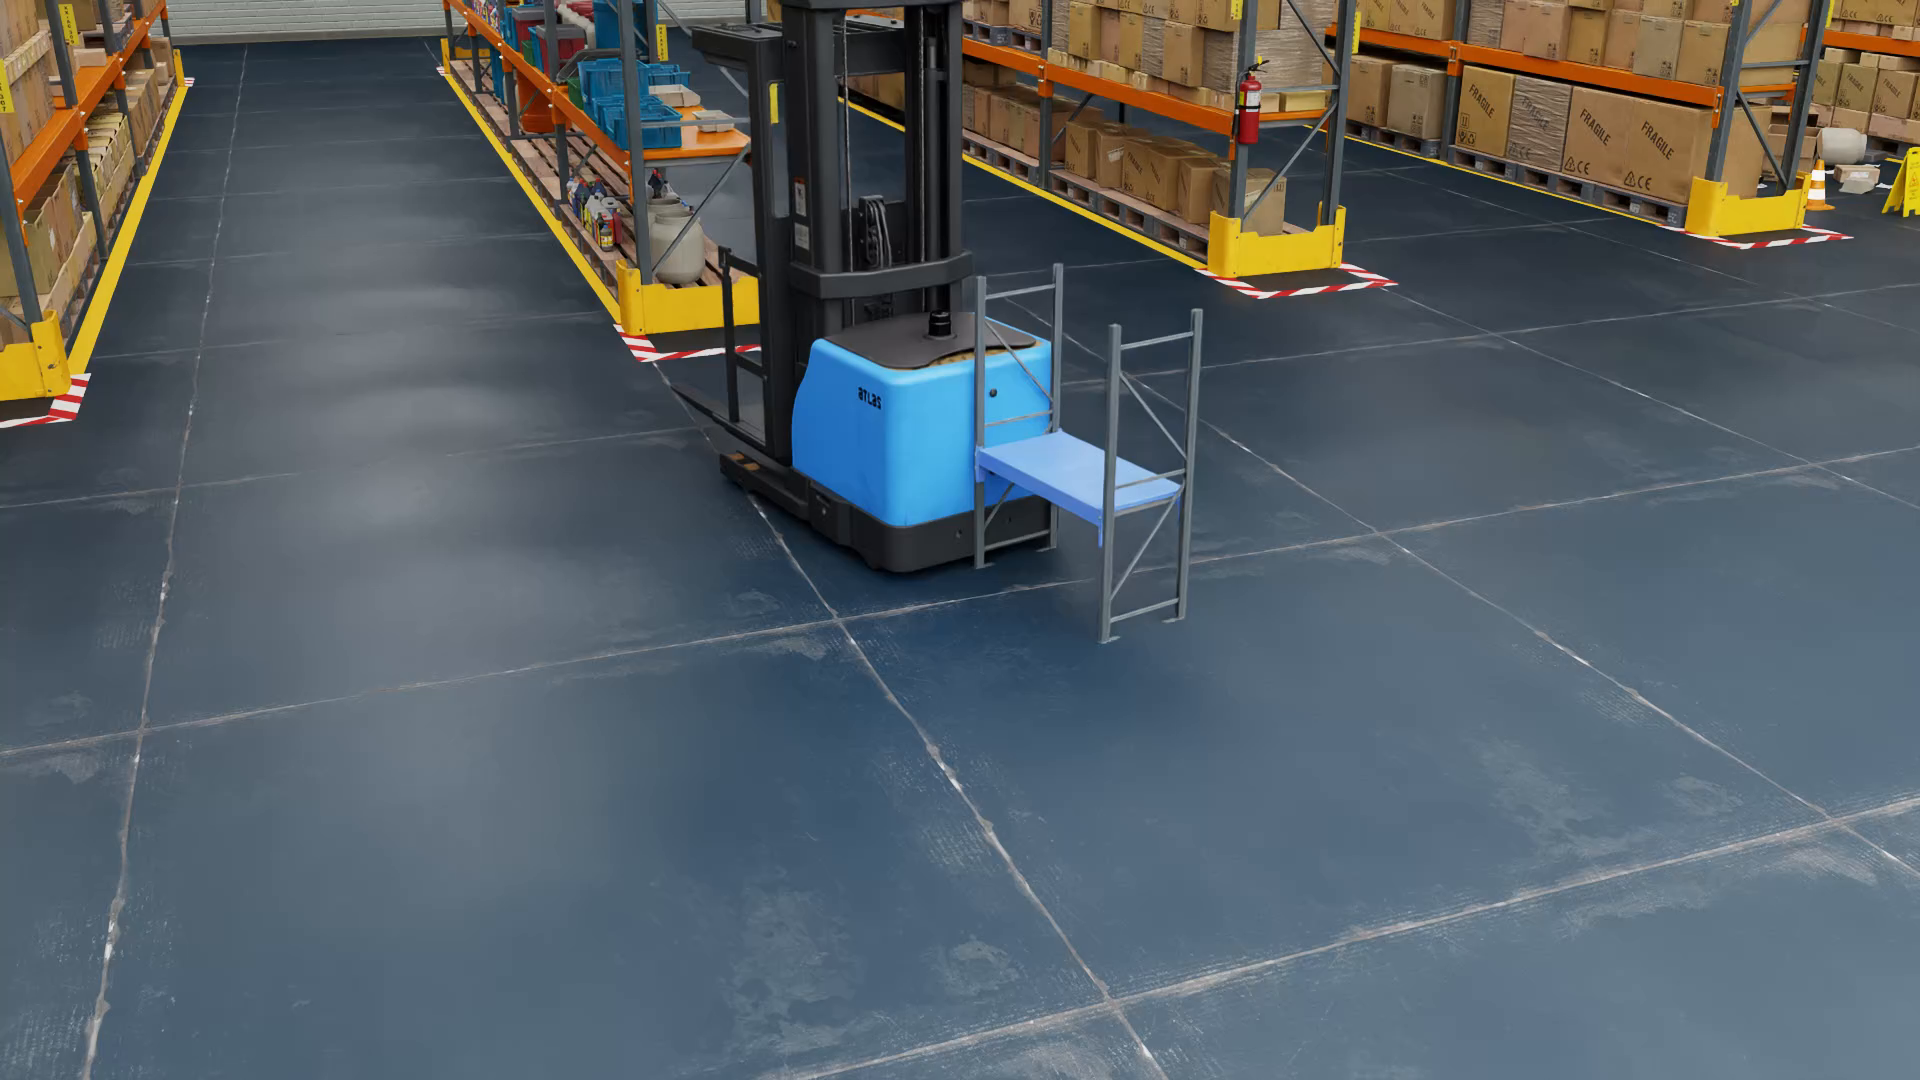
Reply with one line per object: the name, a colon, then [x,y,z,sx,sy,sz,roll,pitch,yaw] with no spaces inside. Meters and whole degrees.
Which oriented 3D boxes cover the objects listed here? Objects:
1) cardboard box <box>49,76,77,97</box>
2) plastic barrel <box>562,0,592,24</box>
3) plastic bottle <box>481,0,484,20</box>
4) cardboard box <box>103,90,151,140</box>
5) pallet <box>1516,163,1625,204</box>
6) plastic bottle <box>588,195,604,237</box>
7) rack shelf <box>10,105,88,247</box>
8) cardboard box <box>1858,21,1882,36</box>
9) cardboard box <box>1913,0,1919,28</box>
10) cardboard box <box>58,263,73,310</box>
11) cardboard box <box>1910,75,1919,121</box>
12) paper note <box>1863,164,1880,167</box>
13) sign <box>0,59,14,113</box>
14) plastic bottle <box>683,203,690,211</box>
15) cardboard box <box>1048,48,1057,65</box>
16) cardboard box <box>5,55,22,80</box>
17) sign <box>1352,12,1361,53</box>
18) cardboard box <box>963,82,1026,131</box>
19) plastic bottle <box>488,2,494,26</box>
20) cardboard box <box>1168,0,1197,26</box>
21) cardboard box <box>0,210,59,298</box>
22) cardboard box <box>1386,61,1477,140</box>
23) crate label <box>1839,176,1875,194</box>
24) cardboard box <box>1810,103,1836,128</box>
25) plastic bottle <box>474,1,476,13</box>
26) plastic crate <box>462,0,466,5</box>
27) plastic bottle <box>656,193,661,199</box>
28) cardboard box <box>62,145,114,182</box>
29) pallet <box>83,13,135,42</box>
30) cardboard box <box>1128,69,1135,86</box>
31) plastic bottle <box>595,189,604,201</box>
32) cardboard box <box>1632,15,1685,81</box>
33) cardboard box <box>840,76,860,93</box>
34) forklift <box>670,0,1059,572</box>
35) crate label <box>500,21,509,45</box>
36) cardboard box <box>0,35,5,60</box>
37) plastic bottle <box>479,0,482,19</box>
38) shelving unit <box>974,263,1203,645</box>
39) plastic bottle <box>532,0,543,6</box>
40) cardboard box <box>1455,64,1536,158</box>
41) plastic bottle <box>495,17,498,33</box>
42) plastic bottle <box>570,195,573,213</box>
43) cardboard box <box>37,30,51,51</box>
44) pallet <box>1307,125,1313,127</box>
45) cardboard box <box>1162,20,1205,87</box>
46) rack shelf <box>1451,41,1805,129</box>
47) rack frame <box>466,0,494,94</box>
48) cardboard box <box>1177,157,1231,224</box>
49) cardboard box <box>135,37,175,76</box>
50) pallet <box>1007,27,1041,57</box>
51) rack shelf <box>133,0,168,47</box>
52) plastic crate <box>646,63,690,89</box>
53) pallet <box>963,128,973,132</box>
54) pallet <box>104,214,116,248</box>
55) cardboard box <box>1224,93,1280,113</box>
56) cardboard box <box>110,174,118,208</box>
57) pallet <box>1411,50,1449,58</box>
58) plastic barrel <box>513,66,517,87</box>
cardboard box: [-8.074,-4.023,14.755,0.380,0.149,0.250,-8,24,-19]
plastic barrel: [-4.018,-5.474,17.732,0.421,0.512,0.421,0,23,0]
plastic bottle: [-5.927,-6.675,20.885,0.152,0.276,0.135,-8,24,-19]
cardboard box: [-9.622,-4.870,19.093,0.500,0.500,0.500,-9,24,-20]
pallet: [6.622,-3.774,17.432,1.003,0.211,1.213,-8,24,-19]
plastic bottle: [-3.138,-2.808,14.394,0.144,0.351,0.185,-7,24,-17]
rack shelf: [-7.246,-2.730,12.292,1.077,0.370,4.000,-8,24,-19]
cardboard box: [10.713,-5.960,19.352,0.380,0.149,0.250,-8,24,-17]
cardboard box: [11.043,-5.947,18.485,0.500,0.500,0.500,-8,24,-18]
cardboard box: [-6.877,-1.850,12.276,0.500,0.250,0.500,-8,24,-19]
cardboard box: [11.114,-4.953,18.674,0.500,0.500,0.500,-9,24,-20]
paper note: [10.264,-4.223,18.730,0.142,0.019,0.148,-18,29,-37]
sign: [-6.018,-2.844,10.420,0.100,0.325,0.005,-8,24,-19]
plastic bottle: [-2.374,-2.785,14.441,0.097,0.271,0.097,0,23,0]
cardboard box: [1.111,-4.911,16.863,0.380,0.149,0.250,-8,24,-19]
cardboard box: [-7.019,-3.411,12.016,0.380,0.149,0.250,-8,24,-18]
sign: [3.237,-4.166,13.658,0.100,0.325,0.005,-8,24,-19]
cardboard box: [0.366,-5.210,19.901,0.700,0.500,0.500,-10,25,-23]
plastic bottle: [-5.676,-6.370,20.152,0.061,0.283,0.133,-8,24,-19]
cardboard box: [2.122,-4.684,14.201,0.500,0.500,0.500,-8,24,-19]
cardboard box: [-6.699,-2.014,11.700,0.500,0.500,0.500,-8,24,-19]
cardboard box: [5.689,-5.160,19.486,1.050,0.750,0.750,-8,24,-19]
crate label: [9.388,-3.714,17.385,0.298,0.136,0.250,18,29,36]
cardboard box: [10.543,-5.181,20.180,0.500,0.250,0.500,-10,25,-21]
plastic bottle: [-6.308,-7.002,21.757,0.097,0.201,0.097,0,23,0]
plastic crate: [-6.627,-7.517,22.665,0.392,0.384,0.575,-8,24,-19]
plastic bottle: [-2.684,-2.962,14.846,0.061,0.283,0.133,-8,24,-19]
cardboard box: [-8.222,-3.528,15.536,0.500,0.311,0.500,-9,25,-21]
pallet: [-10.057,-5.859,19.037,1.003,0.211,1.213,-8,24,-19]
cardboard box: [1.784,-4.283,15.374,0.380,0.149,0.250,-8,24,-19]
plastic bottle: [-3.256,-3.026,15.013,0.097,0.271,0.097,0,23,0]
cardboard box: [7.017,-4.731,15.920,0.875,0.550,0.550,-8,24,-19]
cardboard box: [-0.949,-6.713,23.010,1.225,0.875,0.875,-9,25,-21]
forklift: [-0.719,-1.711,9.036,1.130,2.935,3.031,-14,27,-31]
crate label: [-4.932,-5.638,18.481,0.303,0.233,0.416,-8,24,-19]
cardboard box: [-7.081,-3.543,11.495,0.700,0.500,0.500,-8,24,-19]
plastic bottle: [-6.009,-6.759,21.085,0.152,0.276,0.135,-8,24,-19]
shelving unit: [0.567,-0.432,7.845,0.538,1.500,1.048,-14,27,-31]
plastic bottle: [-5.218,-6.592,20.591,0.144,0.351,0.185,-8,24,-19]
cardboard box: [6.149,-4.766,18.391,0.875,0.875,0.875,-8,24,-18]
plastic bottle: [-5.412,-6.081,19.570,0.097,0.201,0.097,0,23,0]
plastic bottle: [-3.543,-3.130,15.351,0.097,0.201,0.097,0,23,0]
cardboard box: [-7.656,-4.064,13.566,0.380,0.149,0.250,-8,24,-19]
pallet: [4.787,-5.662,21.911,1.003,0.211,1.213,-8,24,-19]
cardboard box: [2.272,-4.245,14.447,0.875,0.500,0.500,-8,24,-19]
rack shelf: [6.699,-4.732,17.041,1.077,0.370,4.000,-8,24,-19]
rack frame: [-6.143,-7.373,22.382,1.000,3.000,0.127,-8,24,-19]
cardboard box: [2.281,-3.176,15.101,0.500,0.500,0.500,-2,23,-5]
cardboard box: [-11.769,-7.036,24.233,0.500,0.500,0.500,-8,24,-19]
pallet: [1.182,-5.355,17.841,1.003,0.211,1.213,-8,24,-19]
rack shelf: [-11.485,-7.090,22.637,1.077,0.370,4.000,-8,24,-19]
plastic crate: [-2.672,-4.033,14.649,0.499,0.251,0.616,-8,24,-19]
pallet: [0.178,-5.030,20.413,1.003,0.211,1.213,-8,24,-19]
pallet: [-8.249,-2.766,15.040,1.003,0.211,1.213,-8,24,-19]
cardboard box: [2.436,-3.652,13.877,0.380,0.149,0.250,-8,24,-19]
cardboard box: [-8.228,-3.269,15.644,0.500,0.250,0.500,-9,25,-21]
pallet: [8.104,-7.858,27.121,1.003,0.211,1.213,-8,24,-19]
plastic barrel: [-5.318,-5.588,20.710,0.600,0.588,0.708,-8,24,-19]
